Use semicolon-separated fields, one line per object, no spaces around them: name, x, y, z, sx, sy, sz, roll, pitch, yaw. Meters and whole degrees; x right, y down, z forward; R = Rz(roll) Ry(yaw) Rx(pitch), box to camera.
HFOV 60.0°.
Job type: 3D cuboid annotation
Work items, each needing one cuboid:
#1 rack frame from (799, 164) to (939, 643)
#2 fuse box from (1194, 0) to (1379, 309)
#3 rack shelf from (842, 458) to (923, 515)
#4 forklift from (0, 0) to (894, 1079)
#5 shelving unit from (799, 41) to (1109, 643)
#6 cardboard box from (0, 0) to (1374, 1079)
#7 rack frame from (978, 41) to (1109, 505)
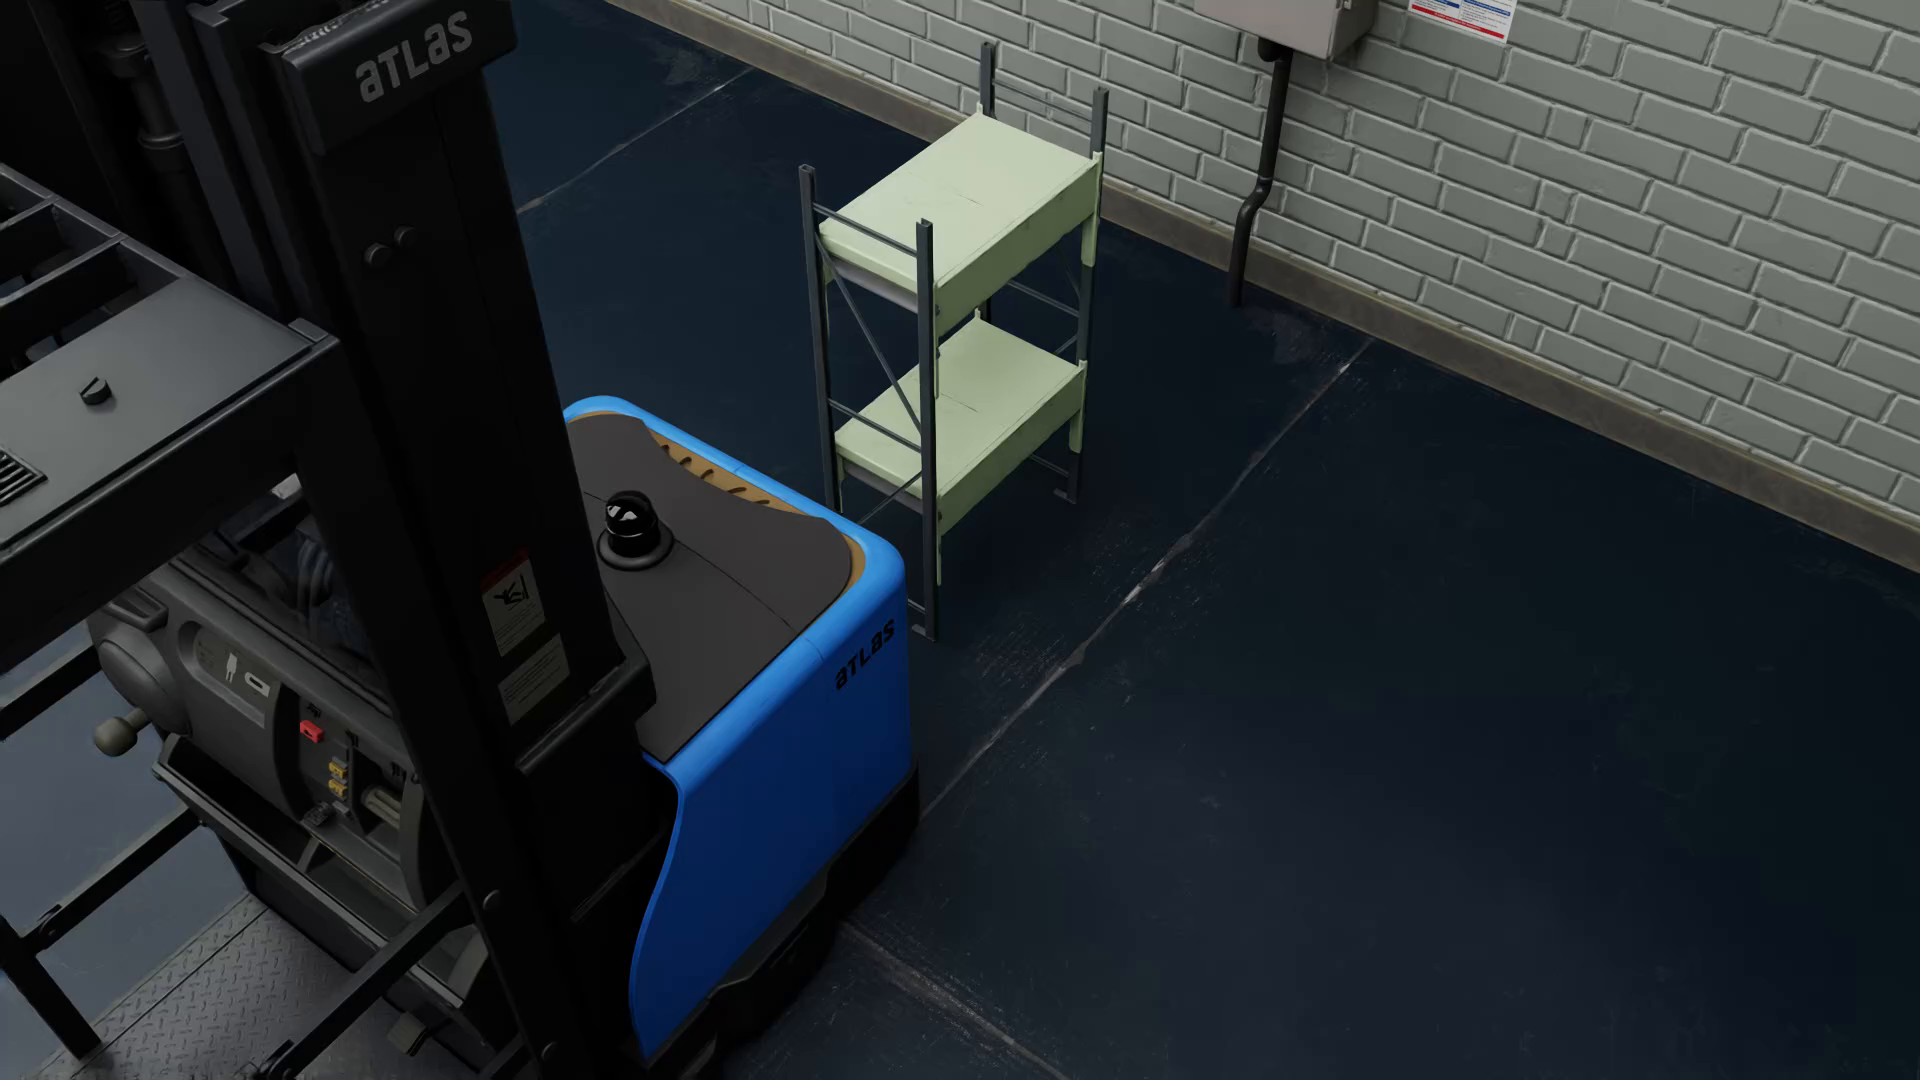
rack frame;-0.228;-0.305;4.504;0.400;1.500;0.023;29;53;25
fuse box;0.998;-1.426;5.429;0.539;1.711;0.414;29;53;25
rack shelf;-0.004;-0.338;4.888;0.332;0.071;0.664;29;53;25
forklift;-1.414;0.467;2.838;1.107;2.843;2.937;28;52;24
shelving unit;-0.004;-0.514;4.704;0.400;1.500;0.755;29;53;25
cardboard box;-4.927;1.261;2.974;6.103;1.550;13.522;28;53;24
rack frame;0.220;-0.724;4.904;0.400;1.500;0.023;29;53;25
